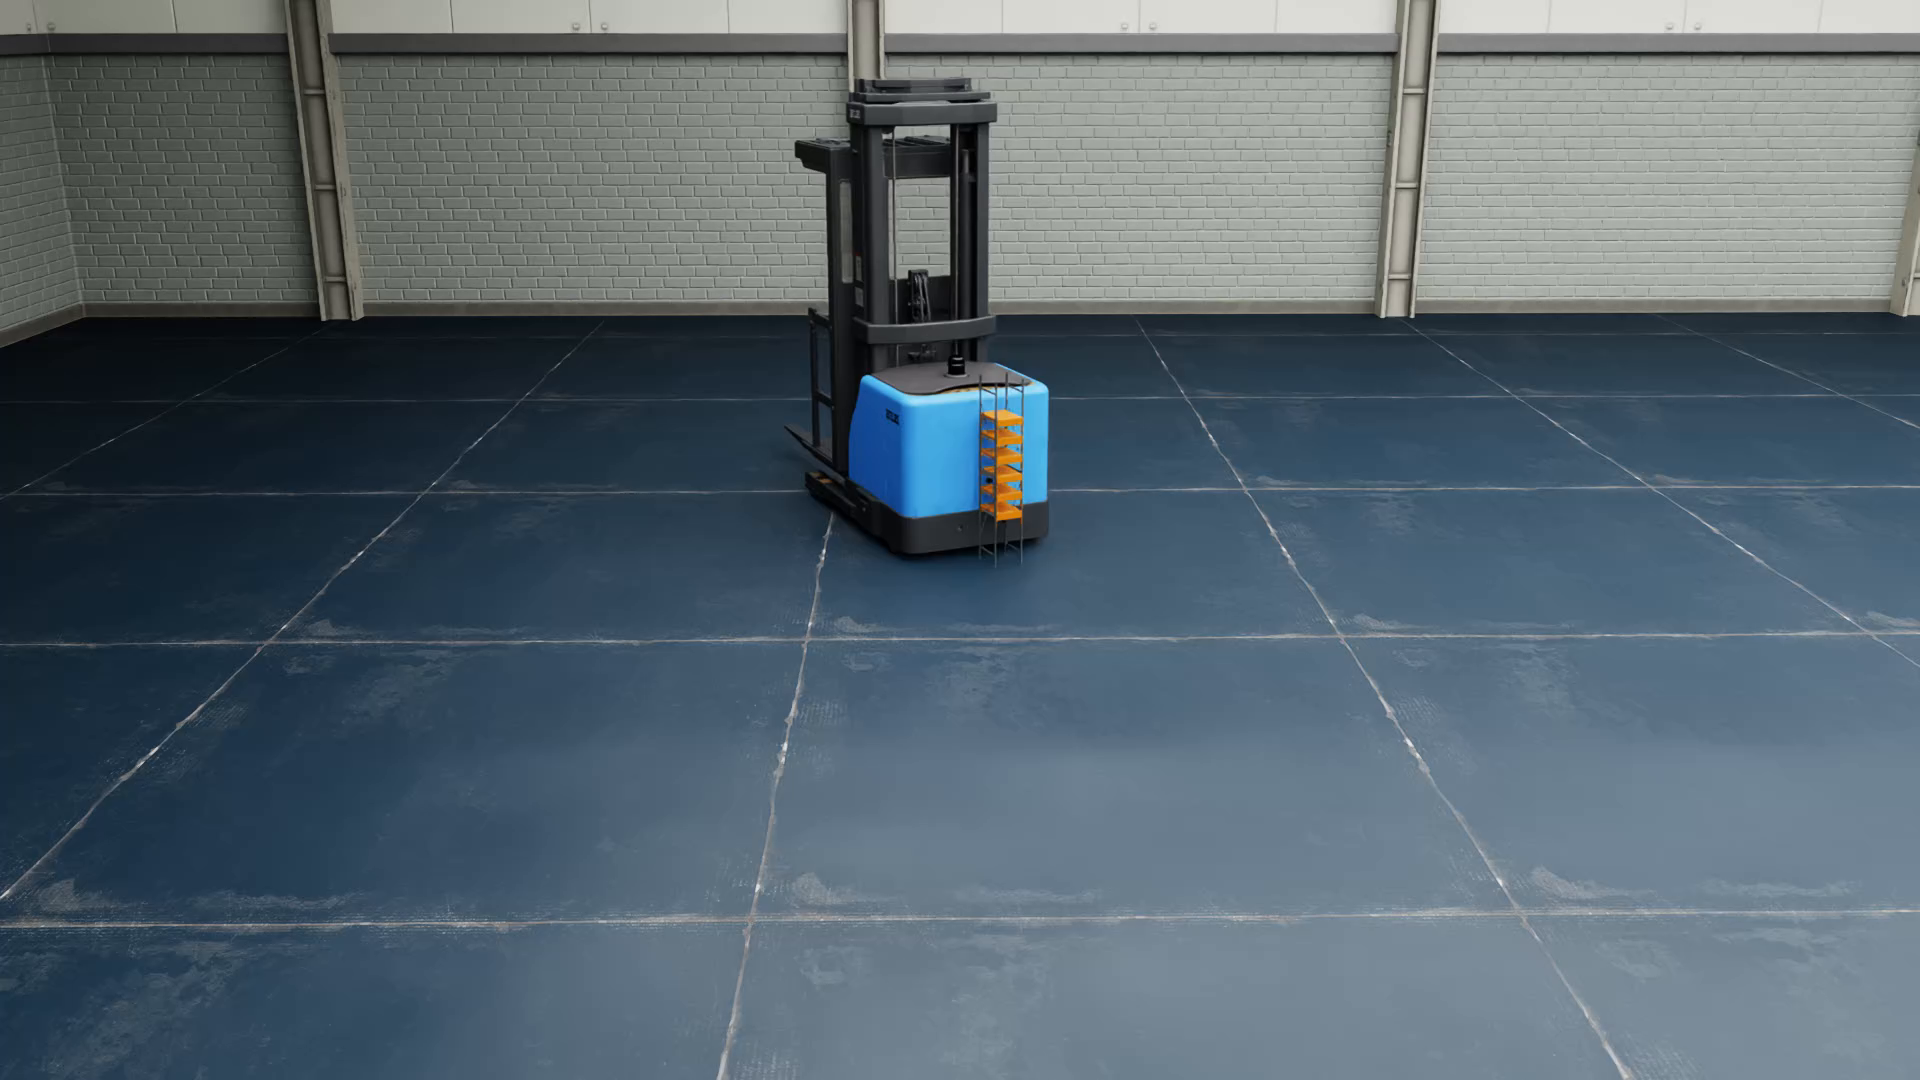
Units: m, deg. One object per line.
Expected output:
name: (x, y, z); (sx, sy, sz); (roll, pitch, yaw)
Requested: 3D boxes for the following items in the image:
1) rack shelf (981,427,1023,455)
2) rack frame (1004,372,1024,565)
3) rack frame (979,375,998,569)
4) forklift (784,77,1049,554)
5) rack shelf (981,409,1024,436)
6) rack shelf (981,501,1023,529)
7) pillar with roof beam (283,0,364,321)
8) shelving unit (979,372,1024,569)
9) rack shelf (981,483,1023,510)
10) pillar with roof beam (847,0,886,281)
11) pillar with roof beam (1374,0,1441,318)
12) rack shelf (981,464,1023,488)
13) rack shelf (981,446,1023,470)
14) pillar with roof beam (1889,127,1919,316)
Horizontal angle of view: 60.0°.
rack shelf: (0.257, -0.621, 10.379); (0.180, 0.103, 0.258); (-8, 20, -24)
rack frame: (0.339, -0.447, 10.477); (0.006, 1.200, 0.240); (-8, 20, -24)
rack frame: (0.174, -0.423, 10.401); (0.006, 1.200, 0.240); (-8, 20, -24)
forklift: (-0.473, -1.715, 11.595); (1.130, 2.935, 3.031); (-8, 19, -23)
rack shelf: (0.257, -0.735, 10.342); (0.180, 0.103, 0.258); (-8, 20, -24)
rack shelf: (0.257, -0.164, 10.526); (0.180, 0.103, 0.258); (-8, 20, -24)
pillar with roof beam: (-6.949, -5.492, 13.437); (0.400, 9.000, 9.100); (0, 18, -1)
shelving unit: (0.257, -0.435, 10.439); (0.189, 1.200, 0.258); (-8, 20, -24)
rack shelf: (0.257, -0.278, 10.489); (0.180, 0.103, 0.258); (-8, 20, -24)
pillar with roof beam: (-0.949, -5.521, 13.527); (0.400, 9.000, 9.100); (0, 18, -1)
pillar with roof beam: (5.050, -5.550, 13.618); (0.400, 9.000, 9.100); (0, 18, -1)
rack shelf: (0.257, -0.393, 10.452); (0.180, 0.103, 0.258); (-8, 20, -24)
rack shelf: (0.257, -0.507, 10.416); (0.180, 0.103, 0.258); (-8, 20, -24)
pillar with roof beam: (11.049, -5.579, 13.708); (0.400, 9.000, 9.100); (0, 18, -1)
